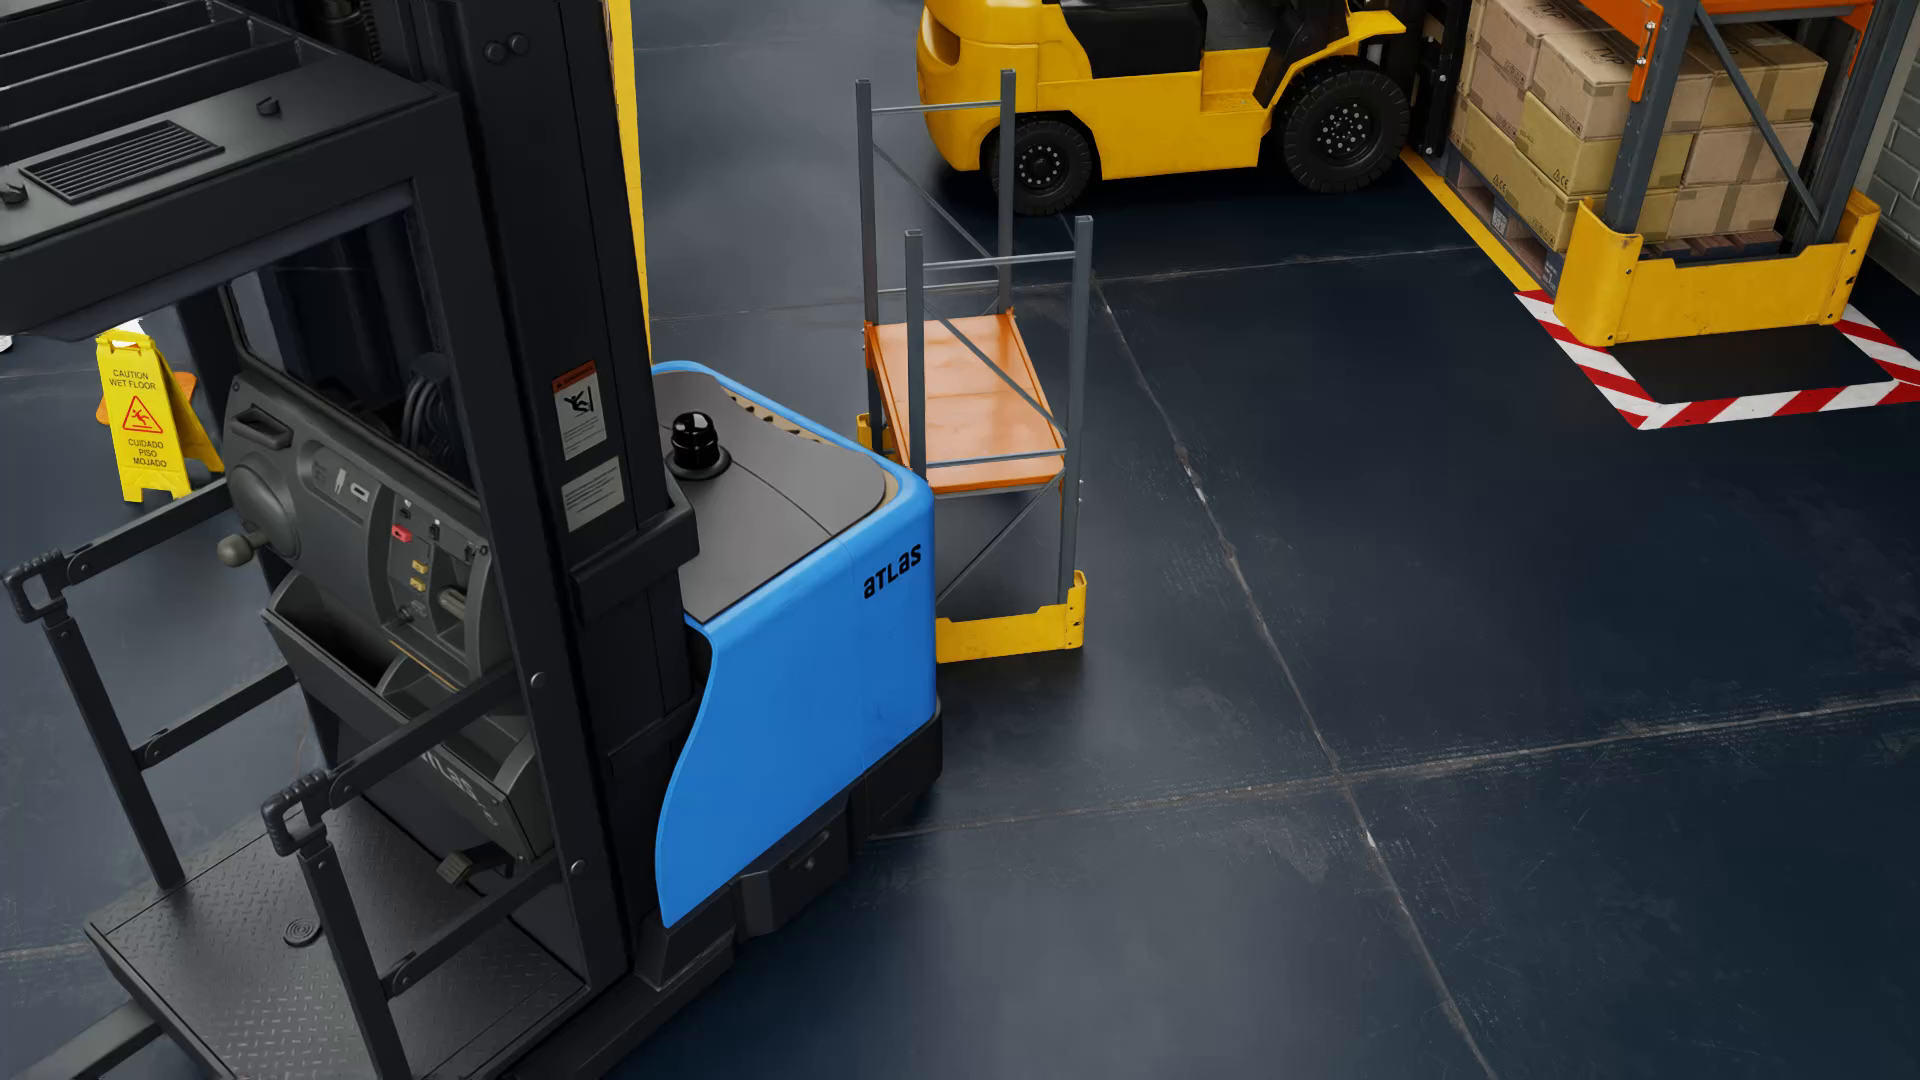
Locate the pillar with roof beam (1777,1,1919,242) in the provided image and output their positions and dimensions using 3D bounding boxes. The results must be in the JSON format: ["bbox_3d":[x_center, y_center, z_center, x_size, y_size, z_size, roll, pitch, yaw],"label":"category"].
[{"bbox_3d":[-0.393,-4.568,4.295,9.100,9.000,0.400,-6,38,-8],"label":"pillar with roof beam"}]

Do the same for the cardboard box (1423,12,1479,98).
[{"bbox_3d":[2.499,-2.296,7.752,0.500,0.250,0.500,-7,38,-9],"label":"cardboard box"}]

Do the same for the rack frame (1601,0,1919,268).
[{"bbox_3d":[3.080,-2.145,6.066,1.000,3.000,0.127,-6,38,-8],"label":"rack frame"}]

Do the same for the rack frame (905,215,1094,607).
[{"bbox_3d":[0.104,-0.234,4.828,0.500,1.500,0.032,-6,38,-8],"label":"rack frame"}]

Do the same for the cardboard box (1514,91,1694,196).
[{"bbox_3d":[2.687,-1.683,6.962,0.500,0.250,0.500,-7,38,-9],"label":"cardboard box"}]

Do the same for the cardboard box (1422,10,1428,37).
[{"bbox_3d":[2.414,-2.599,8.142,0.500,0.250,0.500,-6,38,-8],"label":"cardboard box"}]

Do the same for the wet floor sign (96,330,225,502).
[{"bbox_3d":[-2.826,-0.449,5.802,0.267,0.644,0.232,6,38,8],"label":"wet floor sign"}]

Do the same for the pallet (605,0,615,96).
[{"bbox_3d":[-2.355,-2.522,8.824,1.003,0.211,1.213,-6,38,-8],"label":"pallet"}]

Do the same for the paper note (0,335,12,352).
[{"bbox_3d":[-3.931,-0.793,6.746,0.148,0.019,0.142,-20,42,-23],"label":"paper note"}]

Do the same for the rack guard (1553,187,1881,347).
[{"bbox_3d":[3.084,-1.143,6.814,1.175,0.500,0.348,-6,38,-8],"label":"rack guard"}]

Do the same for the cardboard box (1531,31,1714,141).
[{"bbox_3d":[2.692,-1.864,6.789,0.500,0.250,0.500,-5,38,-6],"label":"cardboard box"}]

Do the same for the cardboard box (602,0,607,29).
[{"bbox_3d":[-2.139,-2.777,8.778,0.500,0.250,0.500,-5,38,-6],"label":"cardboard box"}]

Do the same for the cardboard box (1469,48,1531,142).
[{"bbox_3d":[2.610,-1.987,7.354,0.500,0.250,0.500,-7,38,-8],"label":"cardboard box"}]

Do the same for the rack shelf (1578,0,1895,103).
[{"bbox_3d":[2.730,-3.069,7.842,1.077,0.370,4.000,-6,38,-8],"label":"rack shelf"}]

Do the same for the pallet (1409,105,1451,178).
[{"bbox_3d":[2.694,-2.237,8.457,1.003,0.211,1.213,-6,38,-8],"label":"pallet"}]

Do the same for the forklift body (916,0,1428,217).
[{"bbox_3d":[0.952,-2.759,7.548,2.313,2.155,1.214,-6,38,-8],"label":"forklift body"}]

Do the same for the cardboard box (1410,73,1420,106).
[{"bbox_3d":[2.417,-2.391,8.281,0.500,0.250,0.500,-5,38,-7],"label":"cardboard box"}]

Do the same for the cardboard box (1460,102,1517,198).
[{"bbox_3d":[2.609,-1.776,7.490,0.500,0.250,0.500,-6,38,-8],"label":"cardboard box"}]

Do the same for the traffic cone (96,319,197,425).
[{"bbox_3d":[-3.151,-0.728,6.310,0.336,0.463,0.334,-6,38,-8],"label":"traffic cone"}]

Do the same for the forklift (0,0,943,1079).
[{"bbox_3d":[-1.392,0.038,3.313,1.130,2.935,3.031,28,46,31],"label":"forklift"}]

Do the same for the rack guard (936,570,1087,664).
[{"bbox_3d":[0.101,0.248,5.227,0.587,0.250,0.087,-6,38,-8],"label":"rack guard"}]

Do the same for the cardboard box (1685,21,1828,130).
[{"bbox_3d":[3.182,-1.930,6.874,0.500,0.250,0.500,-7,38,-9],"label":"cardboard box"}]

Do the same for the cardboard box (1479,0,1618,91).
[{"bbox_3d":[2.597,-2.172,7.185,0.500,0.250,0.500,-6,38,-7],"label":"cardboard box"}]

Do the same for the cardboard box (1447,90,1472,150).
[{"bbox_3d":[2.530,-2.079,7.880,0.500,0.250,0.500,-6,38,-7],"label":"cardboard box"}]

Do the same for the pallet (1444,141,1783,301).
[{"bbox_3d":[2.905,-1.501,7.510,1.003,0.211,1.213,-6,38,-8],"label":"pallet"}]

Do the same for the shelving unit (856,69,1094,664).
[{"bbox_3d":[0.013,-0.546,5.231,0.587,1.500,1.083,-6,38,-8],"label":"shelving unit"}]

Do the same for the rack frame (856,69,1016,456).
[{"bbox_3d":[-0.074,-0.848,5.619,0.500,1.500,0.032,-6,38,-8],"label":"rack frame"}]

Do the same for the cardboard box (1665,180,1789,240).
[{"bbox_3d":[3.187,-1.543,7.190,0.500,0.250,0.500,-6,38,-8],"label":"cardboard box"}]

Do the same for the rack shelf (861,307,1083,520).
[{"bbox_3d":[0.015,-0.399,5.334,0.538,0.185,1.000,-6,38,-8],"label":"rack shelf"}]

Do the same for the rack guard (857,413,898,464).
[{"bbox_3d":[-0.074,-0.353,6.001,0.587,0.250,0.087,-6,38,-8],"label":"rack guard"}]

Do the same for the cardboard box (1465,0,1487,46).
[{"bbox_3d":[2.499,-2.476,7.576,0.500,0.250,0.500,-6,38,-7],"label":"cardboard box"}]

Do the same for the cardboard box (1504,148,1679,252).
[{"bbox_3d":[2.687,-1.475,7.102,0.500,0.250,0.500,-6,38,-8],"label":"cardboard box"}]

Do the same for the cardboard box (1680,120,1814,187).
[{"bbox_3d":[3.202,-1.729,7.022,0.500,0.250,0.500,-6,38,-7],"label":"cardboard box"}]
